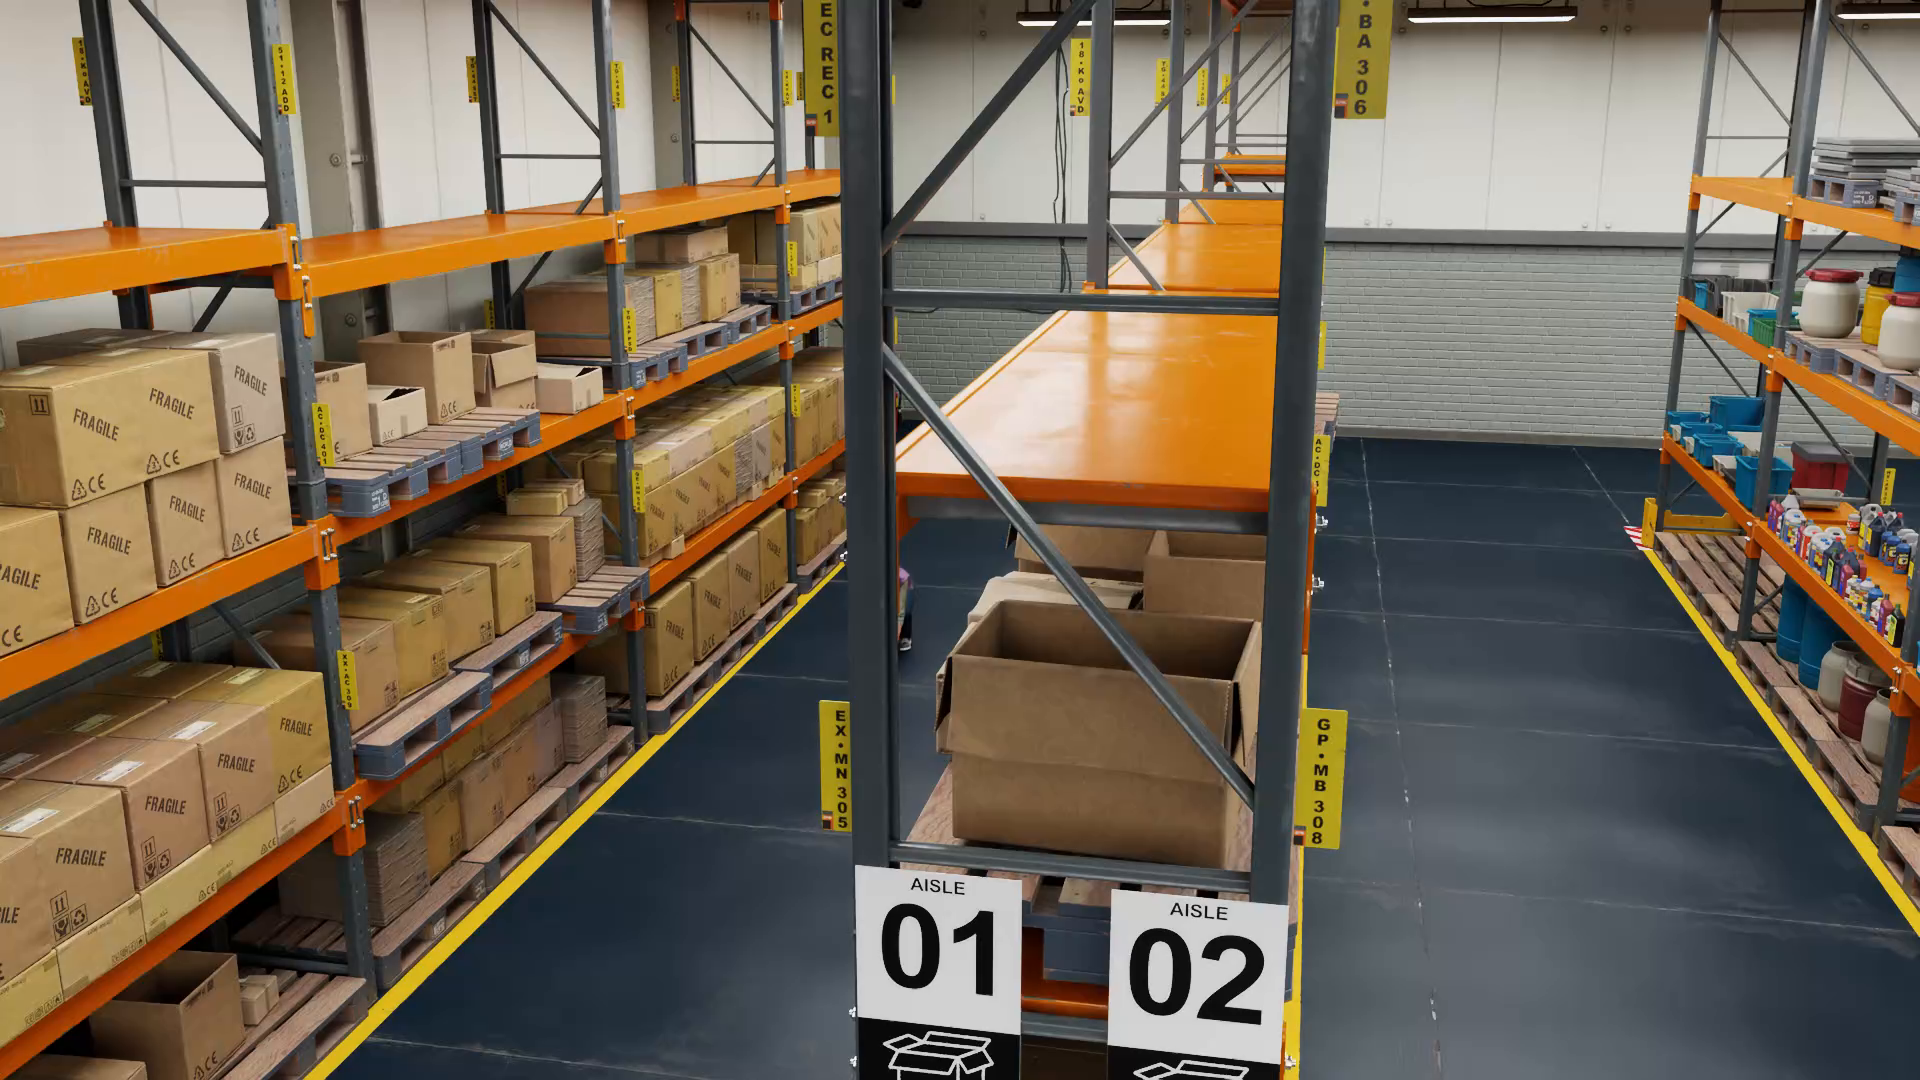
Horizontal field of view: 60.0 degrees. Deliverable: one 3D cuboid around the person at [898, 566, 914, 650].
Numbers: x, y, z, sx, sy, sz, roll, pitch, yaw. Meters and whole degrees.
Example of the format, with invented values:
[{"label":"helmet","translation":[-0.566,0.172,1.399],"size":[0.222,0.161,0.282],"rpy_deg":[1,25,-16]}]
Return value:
[{"label":"person","translation":[-0.639,0.590,15.180],"size":[0.426,0.902,0.838],"rpy_deg":[3,15,9]}]
